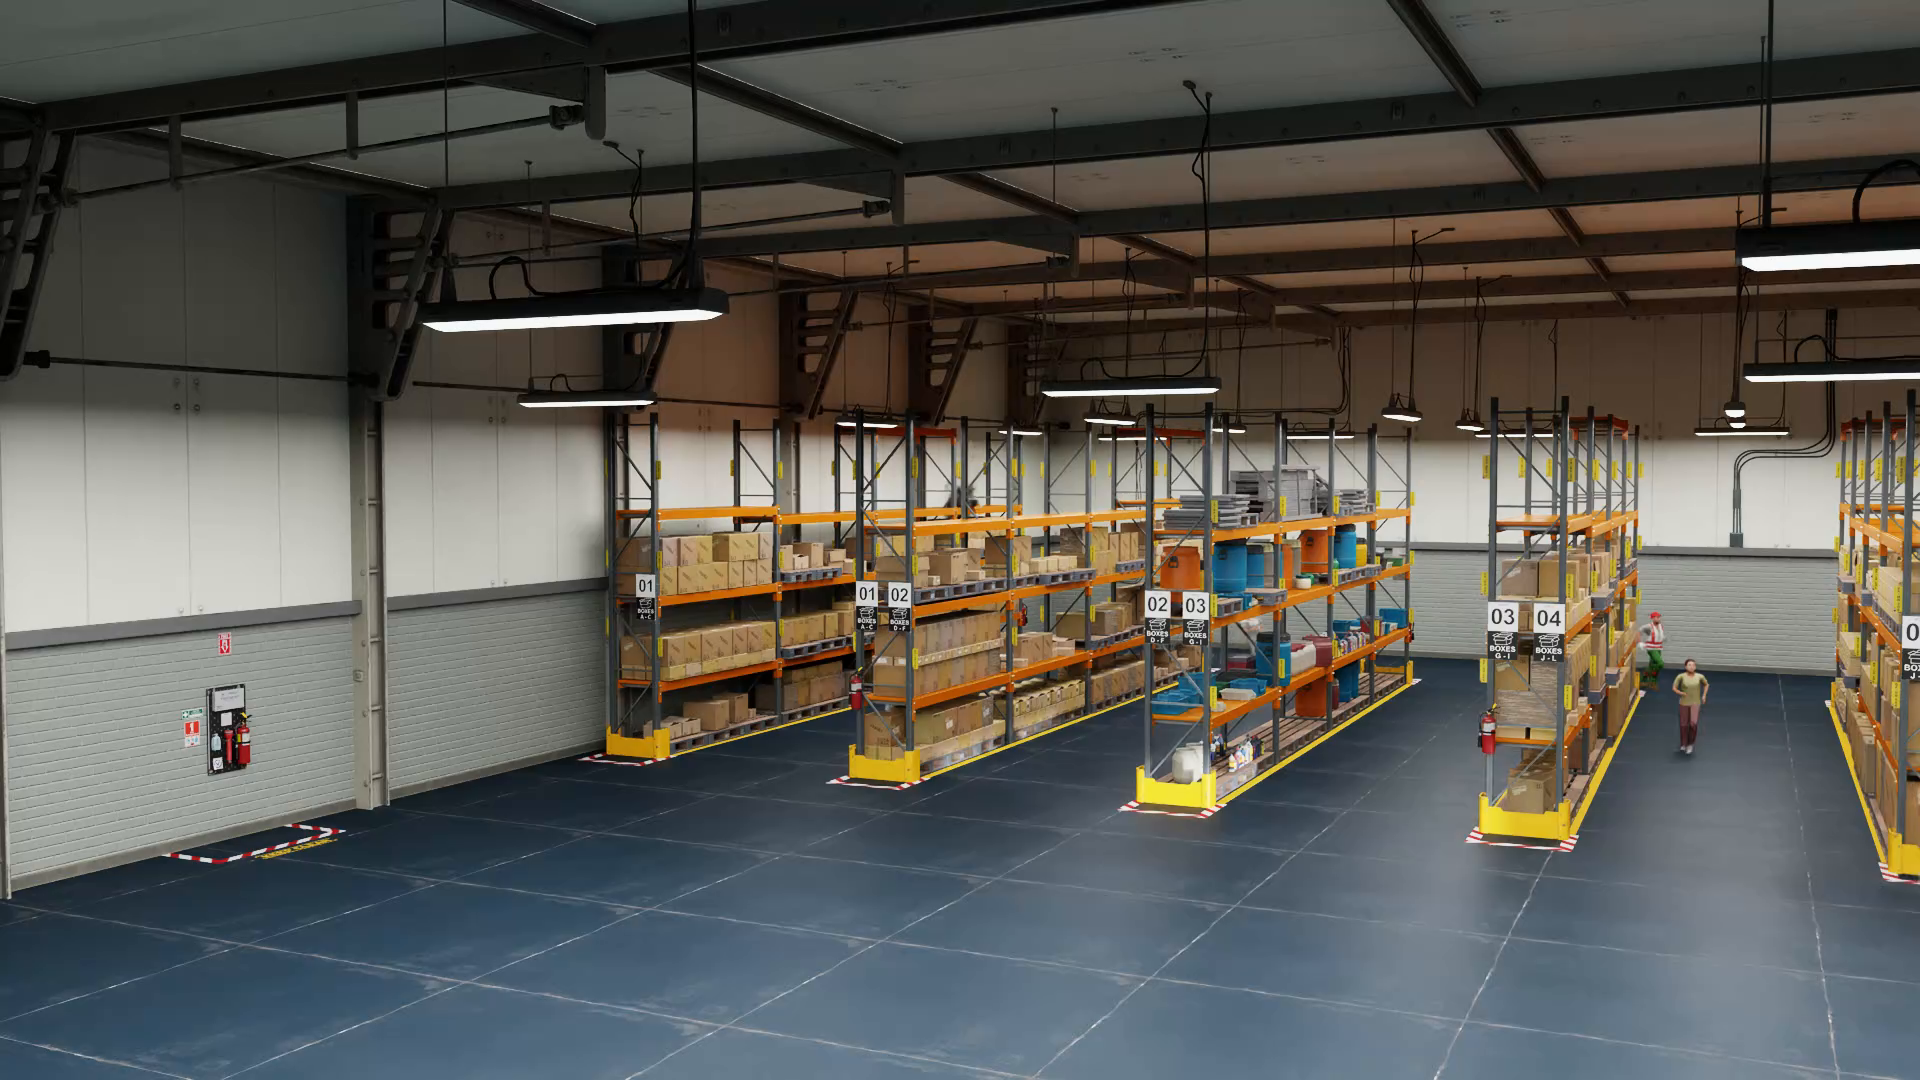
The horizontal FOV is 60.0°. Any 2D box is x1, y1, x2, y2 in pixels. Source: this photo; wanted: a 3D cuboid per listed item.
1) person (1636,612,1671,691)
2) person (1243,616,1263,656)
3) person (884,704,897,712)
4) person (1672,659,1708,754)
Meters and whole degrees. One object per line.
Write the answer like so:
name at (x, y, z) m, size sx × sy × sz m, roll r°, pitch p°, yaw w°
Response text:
person at (15.820, 2.532, 37.928) m, size 0.660 × 1.805 × 0.756 m, roll -1°, pitch 3°, yaw -28°
person at (7.238, 2.473, 40.891) m, size 0.653 × 1.685 × 0.775 m, roll 0°, pitch 2°, yaw -6°
person at (-1.168, 2.936, 30.402) m, size 0.621 × 1.679 × 0.853 m, roll 1°, pitch 3°, yaw 27°
person at (12.894, 2.933, 29.381) m, size 0.588 × 1.674 × 0.649 m, roll 1°, pitch 3°, yaw 25°
